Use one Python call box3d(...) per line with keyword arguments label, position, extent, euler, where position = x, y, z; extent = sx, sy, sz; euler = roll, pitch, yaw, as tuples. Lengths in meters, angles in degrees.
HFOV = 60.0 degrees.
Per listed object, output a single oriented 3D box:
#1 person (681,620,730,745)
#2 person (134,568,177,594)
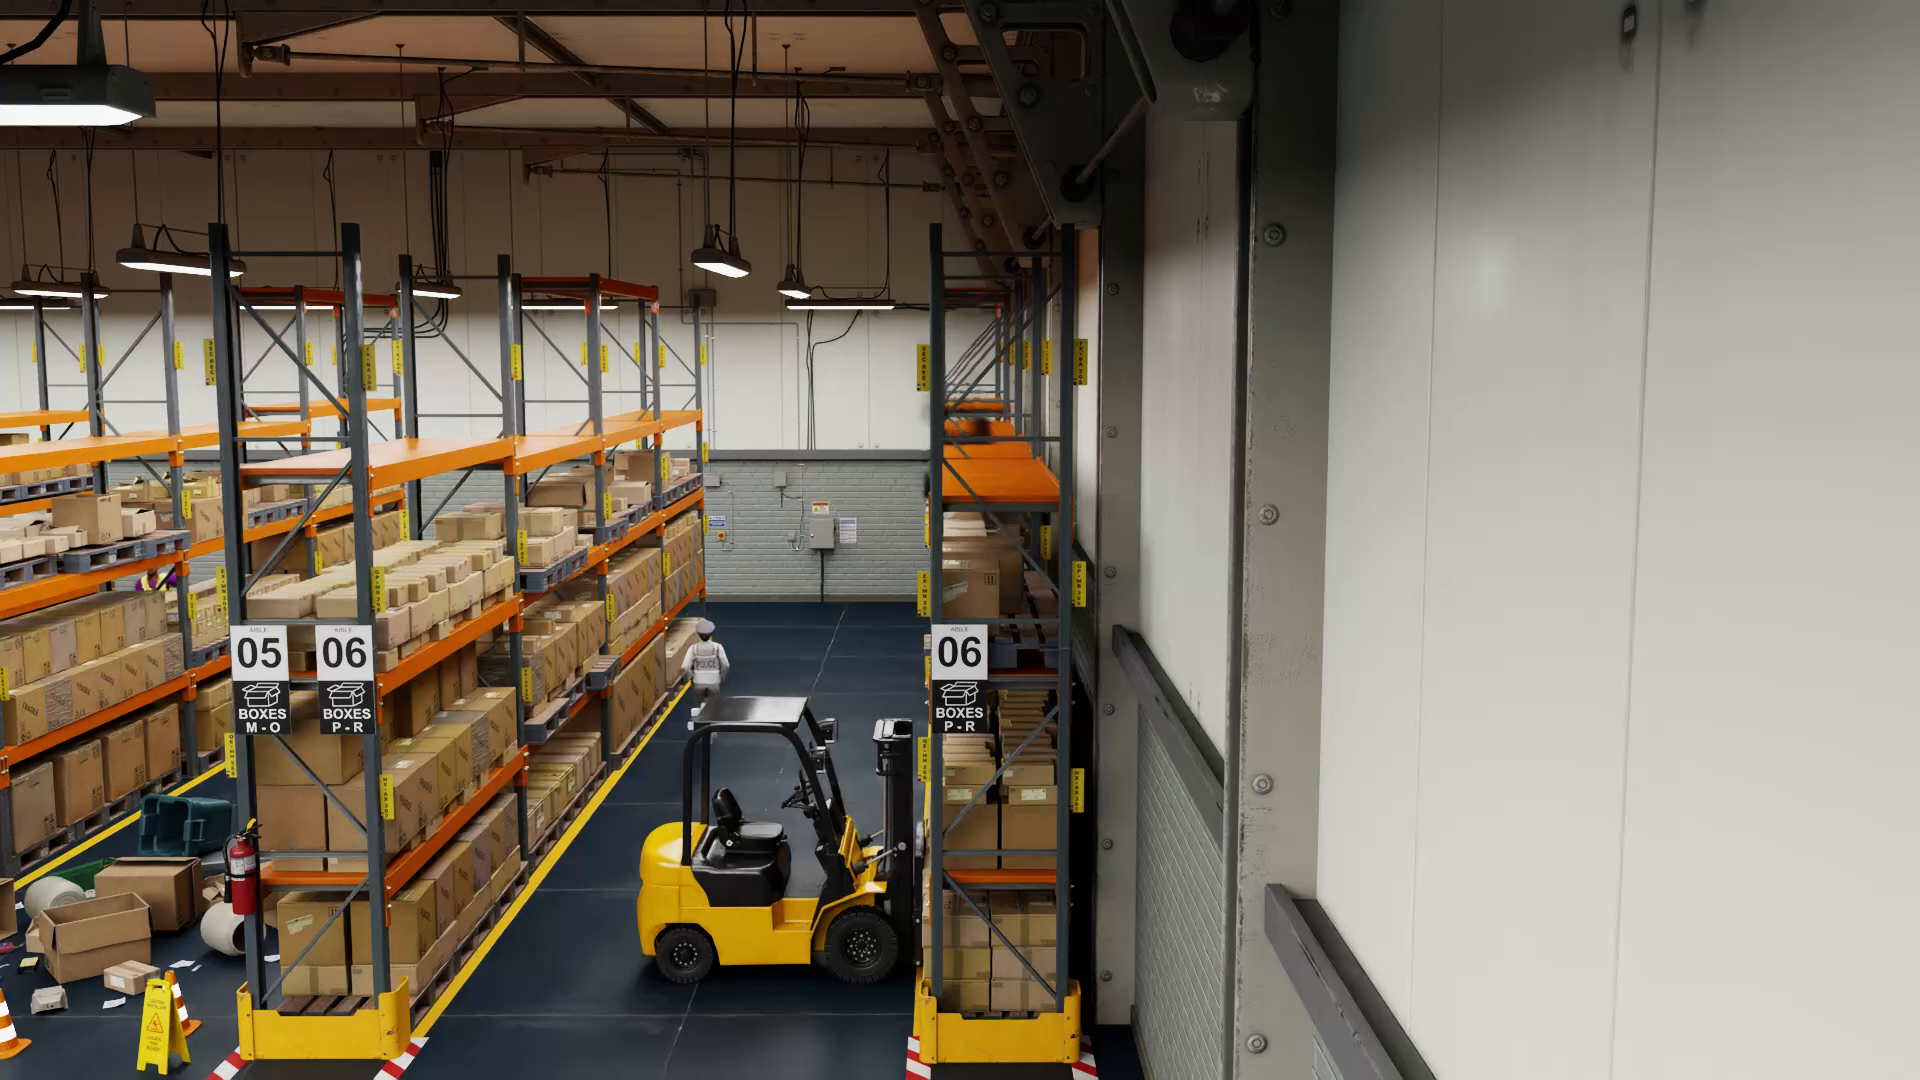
box3d(label="person", position=(-3.272, 1.860, 21.414), extent=(0.617, 1.659, 0.586), euler=(-1, 7, -9))
box3d(label="person", position=(-12.961, 1.151, 26.874), extent=(0.705, 1.733, 0.938), euler=(0, 7, -4))
